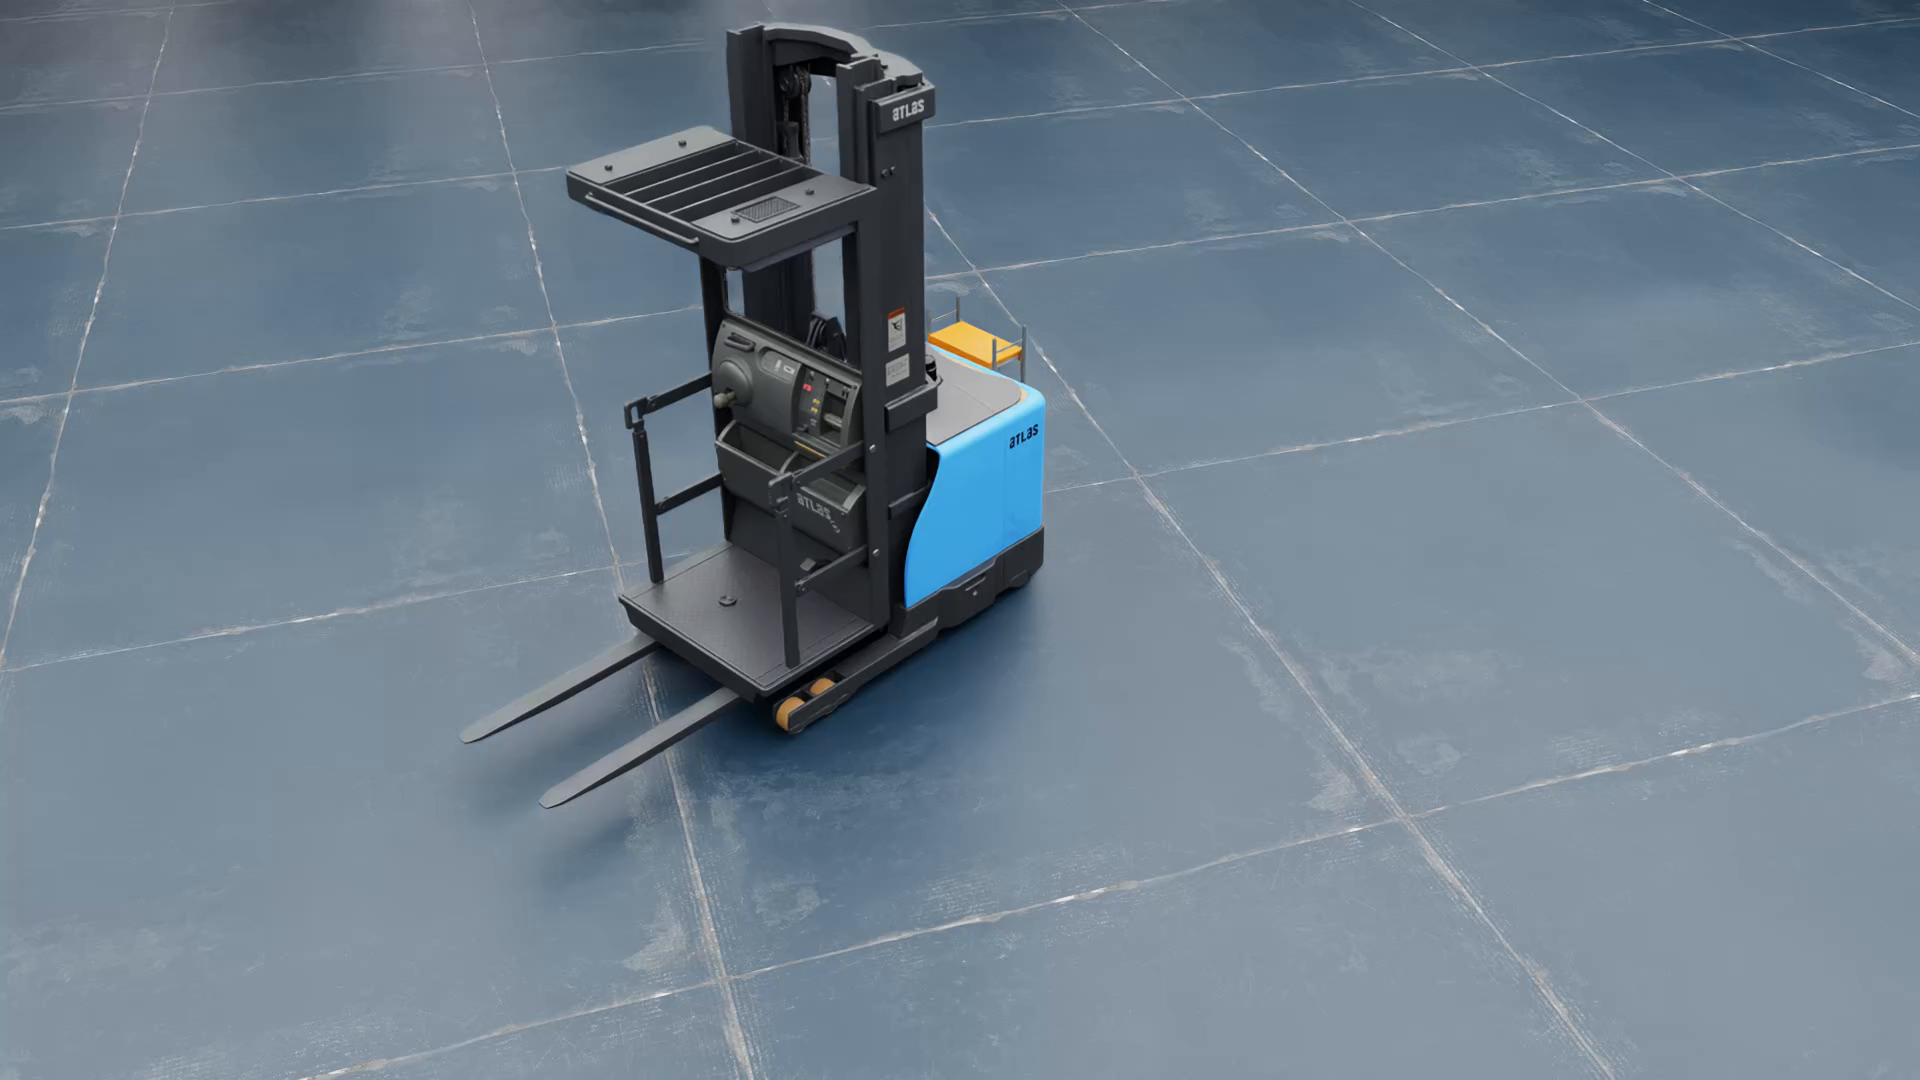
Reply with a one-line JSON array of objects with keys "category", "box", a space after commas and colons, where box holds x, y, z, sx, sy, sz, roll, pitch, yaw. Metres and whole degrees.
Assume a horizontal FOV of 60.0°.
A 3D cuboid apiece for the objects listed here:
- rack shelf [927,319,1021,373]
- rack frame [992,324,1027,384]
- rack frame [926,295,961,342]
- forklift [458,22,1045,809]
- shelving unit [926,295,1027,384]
[{"category": "rack shelf", "box": [0.083, -0.987, 8.762, 0.258, 0.148, 0.480, -28, 43, -36]}, {"category": "rack frame", "box": [0.253, -0.563, 8.833, 0.240, 1.200, 0.015, -28, 43, -36]}, {"category": "rack frame", "box": [-0.087, -0.755, 9.124, 0.240, 1.200, 0.015, -28, 43, -36]}, {"category": "forklift", "box": [-0.937, -0.645, 7.387, 1.130, 2.935, 3.031, 27, 42, 35]}, {"category": "shelving unit", "box": [0.083, -0.659, 8.979, 0.258, 1.200, 0.503, -28, 43, -36]}]
